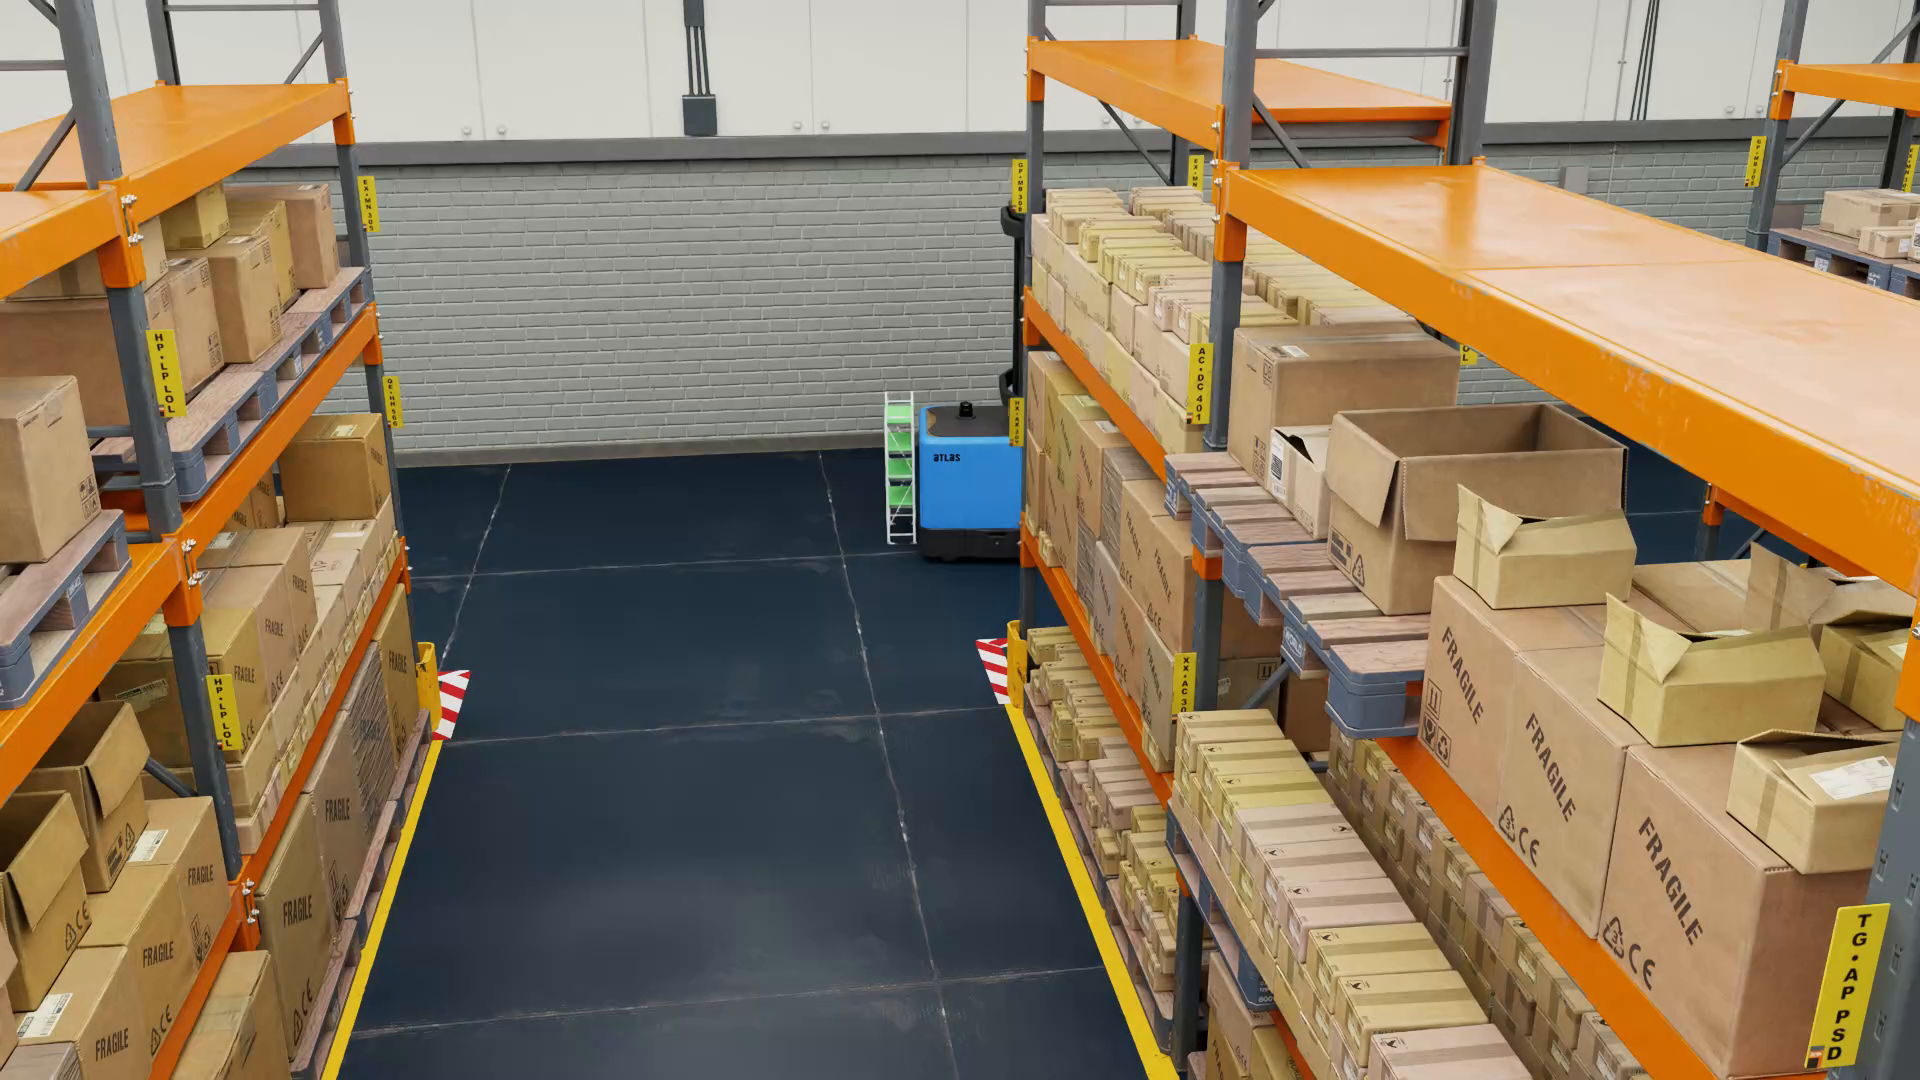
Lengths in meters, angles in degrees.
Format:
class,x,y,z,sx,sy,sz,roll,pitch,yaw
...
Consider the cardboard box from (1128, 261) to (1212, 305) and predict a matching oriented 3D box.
class,x,y,z,sx,sy,sz,roll,pitch,yaw
cardboard box,1.009,-1.208,7.807,0.380,0.149,0.250,-4,21,-10

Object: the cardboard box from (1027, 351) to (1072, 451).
class,x,y,z,sx,sy,sz,roll,pitch,yaw
cardboard box,0.708,-0.868,10.256,0.500,0.500,0.500,-3,21,-8

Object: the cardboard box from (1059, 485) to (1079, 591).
class,x,y,z,sx,sy,sz,roll,pitch,yaw
cardboard box,0.858,-0.045,9.481,0.500,0.500,0.500,-3,21,-7

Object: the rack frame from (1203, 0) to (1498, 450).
class,x,y,z,sx,sy,sz,roll,pitch,yaw
rack frame,1.483,-1.808,6.194,1.000,3.000,0.127,-3,21,-8

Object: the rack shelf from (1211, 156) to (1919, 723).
class,x,y,z,sx,sy,sz,roll,pitch,yaw
rack shelf,1.771,-0.591,4.536,1.077,0.370,4.000,-3,21,-8

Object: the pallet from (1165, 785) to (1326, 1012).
class,x,y,z,sx,sy,sz,roll,pitch,yaw
pallet,1.449,1.365,6.550,1.003,0.211,1.213,-3,21,-8

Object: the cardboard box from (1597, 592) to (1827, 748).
class,x,y,z,sx,sy,sz,roll,pitch,yaw
cardboard box,1.655,0.273,3.673,0.396,0.266,0.258,-3,21,-8

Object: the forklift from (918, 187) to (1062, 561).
class,x,y,z,sx,sy,sz,roll,pitch,yaw
forklift,1.164,-1.365,13.682,3.031,2.935,1.130,-1,20,-2

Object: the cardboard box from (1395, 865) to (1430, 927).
class,x,y,z,sx,sy,sz,roll,pitch,yaw
cardboard box,1.844,1.314,6.169,0.380,0.149,0.250,-4,21,-11

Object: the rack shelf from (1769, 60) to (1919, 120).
class,x,y,z,sx,sy,sz,roll,pitch,yaw
rack shelf,6.079,-2.260,9.006,1.077,0.370,4.000,-3,21,-8

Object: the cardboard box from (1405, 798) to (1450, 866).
class,x,y,z,sx,sy,sz,roll,pitch,yaw
cardboard box,1.847,1.048,6.033,0.380,0.149,0.250,-3,21,-8

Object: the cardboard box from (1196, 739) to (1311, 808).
class,x,y,z,sx,sy,sz,roll,pitch,yaw
cardboard box,1.131,0.901,6.426,0.380,0.149,0.250,-2,21,-6

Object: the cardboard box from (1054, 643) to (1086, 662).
class,x,y,z,sx,sy,sz,roll,pitch,yaw
cardboard box,0.805,0.766,10.502,0.380,0.149,0.250,-3,21,-7

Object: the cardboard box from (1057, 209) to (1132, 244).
class,x,y,z,sx,sy,sz,roll,pitch,yaw
cardboard box,0.748,-1.743,9.240,0.380,0.149,0.250,-3,21,-7

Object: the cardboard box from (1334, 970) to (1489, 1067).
class,x,y,z,sx,sy,sz,roll,pitch,yaw
cardboard box,1.351,1.436,4.994,0.380,0.149,0.250,-2,21,-5

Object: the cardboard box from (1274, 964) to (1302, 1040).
class,x,y,z,sx,sy,sz,roll,pitch,yaw
cardboard box,1.278,1.535,5.578,0.380,0.149,0.250,-3,21,-9

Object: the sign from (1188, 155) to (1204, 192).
class,x,y,z,sx,sy,sz,roll,pitch,yaw
sign,1.459,-2.223,10.329,0.100,0.325,0.005,-3,21,-8

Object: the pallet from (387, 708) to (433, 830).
class,x,y,z,sx,sy,sz,roll,pitch,yaw
pallet,-3.824,1.412,10.133,1.003,0.211,1.213,-3,21,-8

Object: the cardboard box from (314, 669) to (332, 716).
class,x,y,z,sx,sy,sz,roll,pitch,yaw
cardboard box,-3.341,0.768,8.233,0.380,0.149,0.250,-3,21,-7

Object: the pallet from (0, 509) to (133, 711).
class,x,y,z,sx,sy,sz,roll,pitch,yaw
pallet,-3.259,0.217,5.333,0.805,0.209,1.217,-4,21,-10

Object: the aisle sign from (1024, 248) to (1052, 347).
class,x,y,z,sx,sy,sz,roll,pitch,yaw
aisle sign,0.599,-1.610,10.524,0.394,0.787,0.004,-3,21,-8

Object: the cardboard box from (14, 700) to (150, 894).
class,x,y,z,sx,sy,sz,roll,pitch,yaw
cardboard box,-3.339,0.922,5.884,0.797,0.503,0.637,-3,21,-9

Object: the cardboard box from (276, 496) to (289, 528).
class,x,y,z,sx,sy,sz,roll,pitch,yaw
cardboard box,-4.214,-0.056,9.869,0.500,0.250,0.500,-3,21,-9

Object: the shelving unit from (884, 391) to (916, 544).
class,x,y,z,sx,sy,sz,roll,pitch,yaw
shelving unit,-0.507,-0.616,14.148,0.258,1.200,0.503,-1,20,-1

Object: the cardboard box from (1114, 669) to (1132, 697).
class,x,y,z,sx,sy,sz,roll,pitch,yaw
cardboard box,1.004,0.671,8.491,0.380,0.149,0.250,-4,21,-10

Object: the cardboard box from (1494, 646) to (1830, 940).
class,x,y,z,sx,sy,sz,roll,pitch,yaw
cardboard box,1.641,0.578,3.951,0.500,0.500,0.500,-3,21,-8

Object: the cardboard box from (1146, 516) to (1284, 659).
class,x,y,z,sx,sy,sz,roll,pitch,yaw
cardboard box,1.148,0.199,7.399,0.500,0.500,0.500,-4,21,-10

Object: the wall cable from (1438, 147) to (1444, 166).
class,x,y,z,sx,sy,sz,roll,pitch,yaw
wall cable,4.954,-3.109,16.755,0.585,1.953,0.123,-3,21,-8

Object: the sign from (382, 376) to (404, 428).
class,x,y,z,sx,sy,sz,roll,pitch,yaw
sign,-3.477,-0.843,10.192,0.100,0.325,0.005,-3,21,-8

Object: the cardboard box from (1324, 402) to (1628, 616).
class,x,y,z,sx,sy,sz,roll,pitch,yaw
cardboard box,1.576,-0.106,5.178,0.797,0.503,0.637,-3,21,-8

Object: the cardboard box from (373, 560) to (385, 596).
class,x,y,z,sx,sy,sz,roll,pitch,yaw
cardboard box,-3.565,0.235,9.660,0.380,0.149,0.250,-3,21,-8

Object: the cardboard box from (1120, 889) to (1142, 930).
class,x,y,z,sx,sy,sz,roll,pitch,yaw
cardboard box,1.033,1.841,8.475,0.380,0.149,0.250,-4,21,-10

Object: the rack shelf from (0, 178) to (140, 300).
class,x,y,z,sx,sy,sz,roll,pitch,yaw
rack shelf,-3.151,-0.376,3.960,1.077,0.370,4.000,-3,21,-8

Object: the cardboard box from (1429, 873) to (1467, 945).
class,x,y,z,sx,sy,sz,roll,pitch,yaw
cardboard box,1.888,1.274,5.852,0.380,0.149,0.250,-4,21,-11

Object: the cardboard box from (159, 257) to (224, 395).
class,x,y,z,sx,sy,sz,roll,pitch,yaw
cardboard box,-3.685,-0.932,7.251,0.700,0.500,0.500,-2,21,-5

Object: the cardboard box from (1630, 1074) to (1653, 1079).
class,x,y,z,sx,sy,sz,roll,pitch,yaw
cardboard box,2.075,1.590,4.579,0.380,0.149,0.250,-4,21,-10

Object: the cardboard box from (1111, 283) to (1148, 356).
class,x,y,z,sx,sy,sz,roll,pitch,yaw
cardboard box,1.022,-1.074,8.018,0.500,0.250,0.500,-2,21,-6

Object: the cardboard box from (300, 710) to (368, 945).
class,x,y,z,sx,sy,sz,roll,pitch,yaw
cardboard box,-3.585,1.472,8.423,0.875,0.875,0.875,-3,21,-8

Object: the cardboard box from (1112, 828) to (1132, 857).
class,x,y,z,sx,sy,sz,roll,pitch,yaw
cardboard box,1.020,1.545,8.841,0.380,0.149,0.250,-2,21,-6

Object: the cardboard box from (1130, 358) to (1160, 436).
class,x,y,z,sx,sy,sz,roll,pitch,yaw
cardboard box,1.085,-0.662,7.628,0.500,0.250,0.500,-3,21,-8

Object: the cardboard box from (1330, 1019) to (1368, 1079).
class,x,y,z,sx,sy,sz,roll,pitch,yaw
cardboard box,1.350,1.575,5.046,0.380,0.149,0.250,-2,21,-6

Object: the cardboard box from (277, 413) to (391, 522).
class,x,y,z,sx,sy,sz,roll,pitch,yaw
cardboard box,-3.686,-0.432,9.803,0.500,0.500,0.500,-3,21,-7

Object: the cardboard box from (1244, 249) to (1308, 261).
class,x,y,z,sx,sy,sz,roll,pitch,yaw
cardboard box,1.539,-1.324,8.116,0.380,0.149,0.250,-2,21,-5

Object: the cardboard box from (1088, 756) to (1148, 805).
class,x,y,z,sx,sy,sz,roll,pitch,yaw
cardboard box,0.913,1.305,9.059,0.380,0.149,0.250,-4,21,-10

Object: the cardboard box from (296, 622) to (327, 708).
class,x,y,z,sx,sy,sz,roll,pitch,yaw
cardboard box,-3.395,0.621,8.054,0.500,0.250,0.500,-2,21,-6

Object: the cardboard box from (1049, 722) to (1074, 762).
class,x,y,z,sx,sy,sz,roll,pitch,yaw
cardboard box,0.755,1.220,10.136,0.380,0.149,0.250,-3,21,-7

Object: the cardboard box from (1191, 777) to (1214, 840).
class,x,y,z,sx,sy,sz,roll,pitch,yaw
cardboard box,1.124,1.034,6.495,0.380,0.149,0.250,-3,21,-9

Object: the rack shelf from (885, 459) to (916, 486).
class,x,y,z,sx,sy,sz,roll,pitch,yaw
rack shelf,-0.506,-0.556,14.170,0.258,0.148,0.480,-1,20,-1

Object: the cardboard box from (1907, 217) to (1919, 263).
class,x,y,z,sx,sy,sz,roll,pitch,yaw
cardboard box,5.956,-1.753,9.720,0.500,0.311,0.500,-3,21,-7

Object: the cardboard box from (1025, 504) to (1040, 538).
class,x,y,z,sx,sy,sz,roll,pitch,yaw
cardboard box,0.629,-0.136,10.652,0.380,0.149,0.250,-3,21,-8

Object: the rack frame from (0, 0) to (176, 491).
class,x,y,z,sx,sy,sz,roll,pitch,yaw
rack frame,-3.440,-1.592,5.618,1.000,3.000,0.127,-3,21,-8

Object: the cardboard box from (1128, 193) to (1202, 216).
class,x,y,z,sx,sy,sz,roll,pitch,yaw
cardboard box,1.205,-1.949,9.789,0.380,0.149,0.250,-3,21,-7
